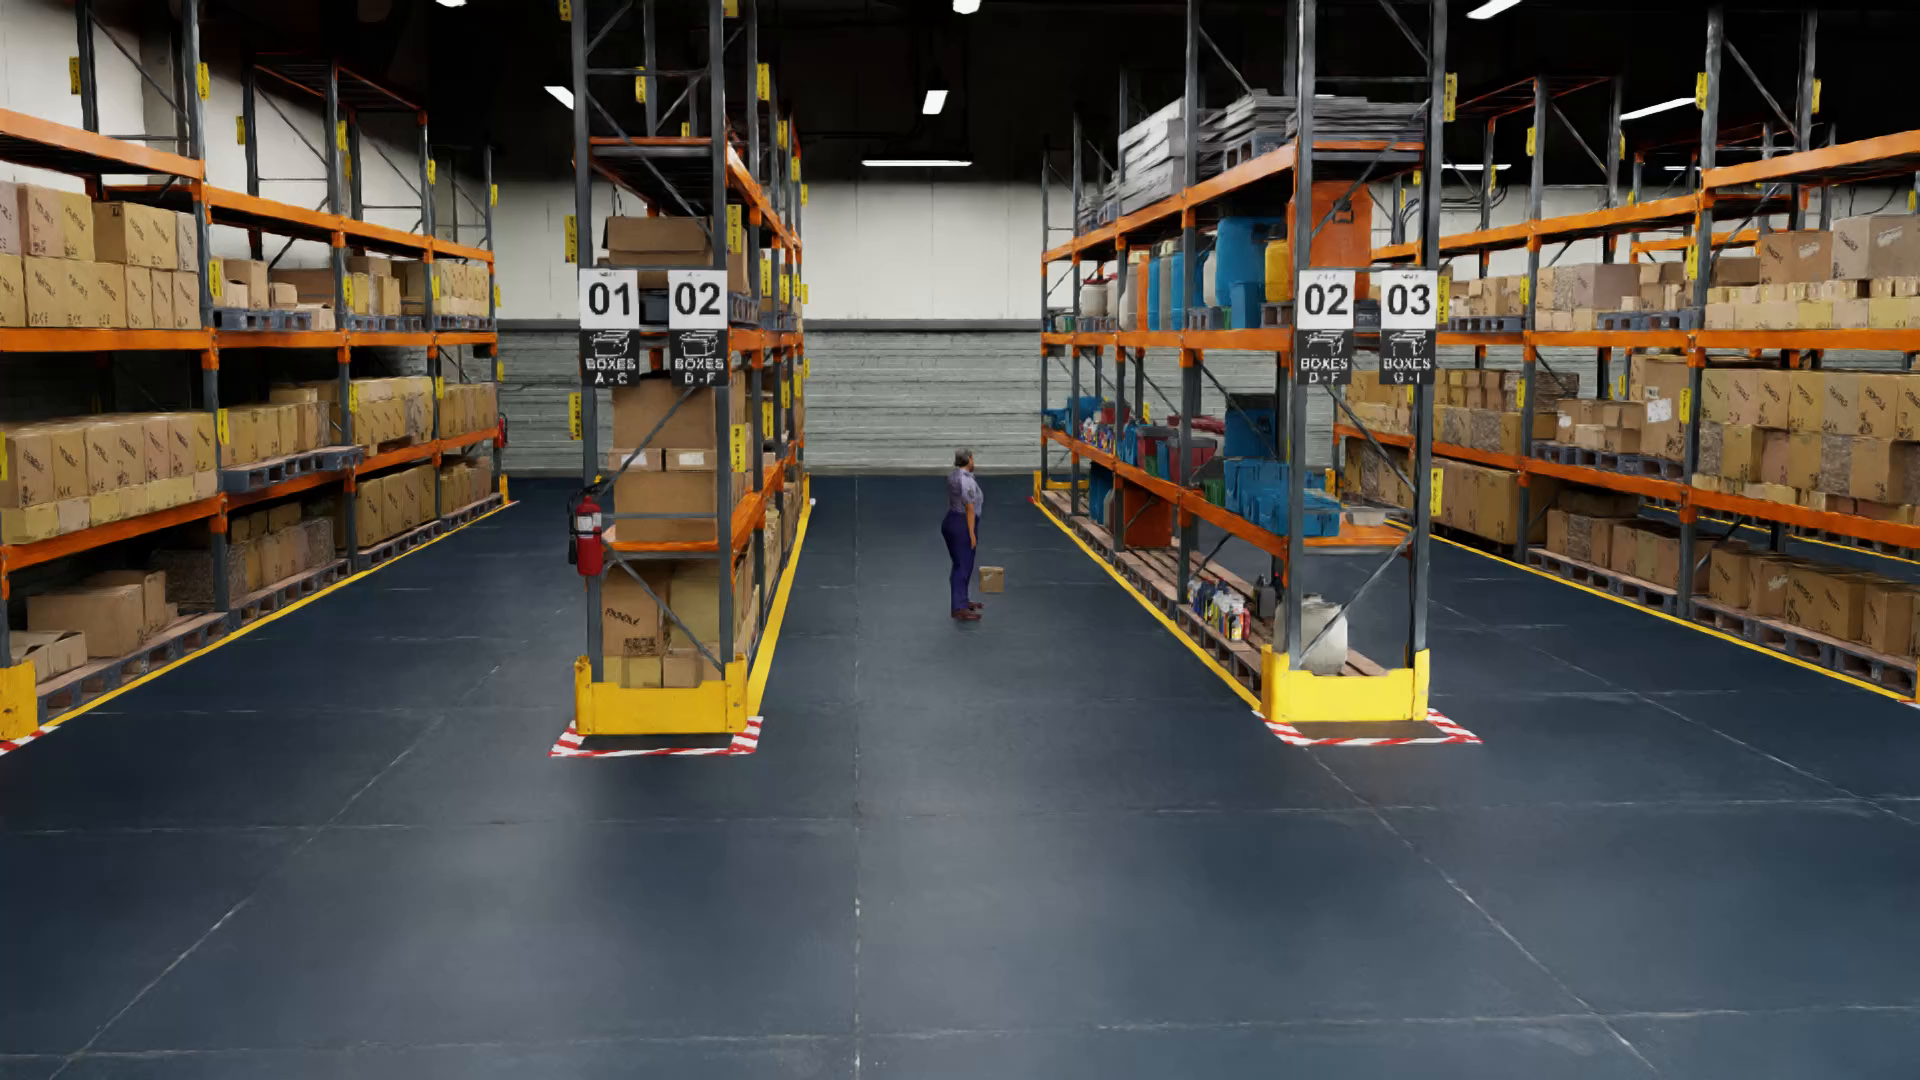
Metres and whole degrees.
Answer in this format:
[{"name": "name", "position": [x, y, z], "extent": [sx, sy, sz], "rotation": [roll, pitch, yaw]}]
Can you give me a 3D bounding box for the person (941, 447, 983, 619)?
[{"name": "person", "position": [0.070, -0.081, 16.308], "extent": [0.452, 1.651, 0.560], "rotation": [-3, 7, -21]}]
